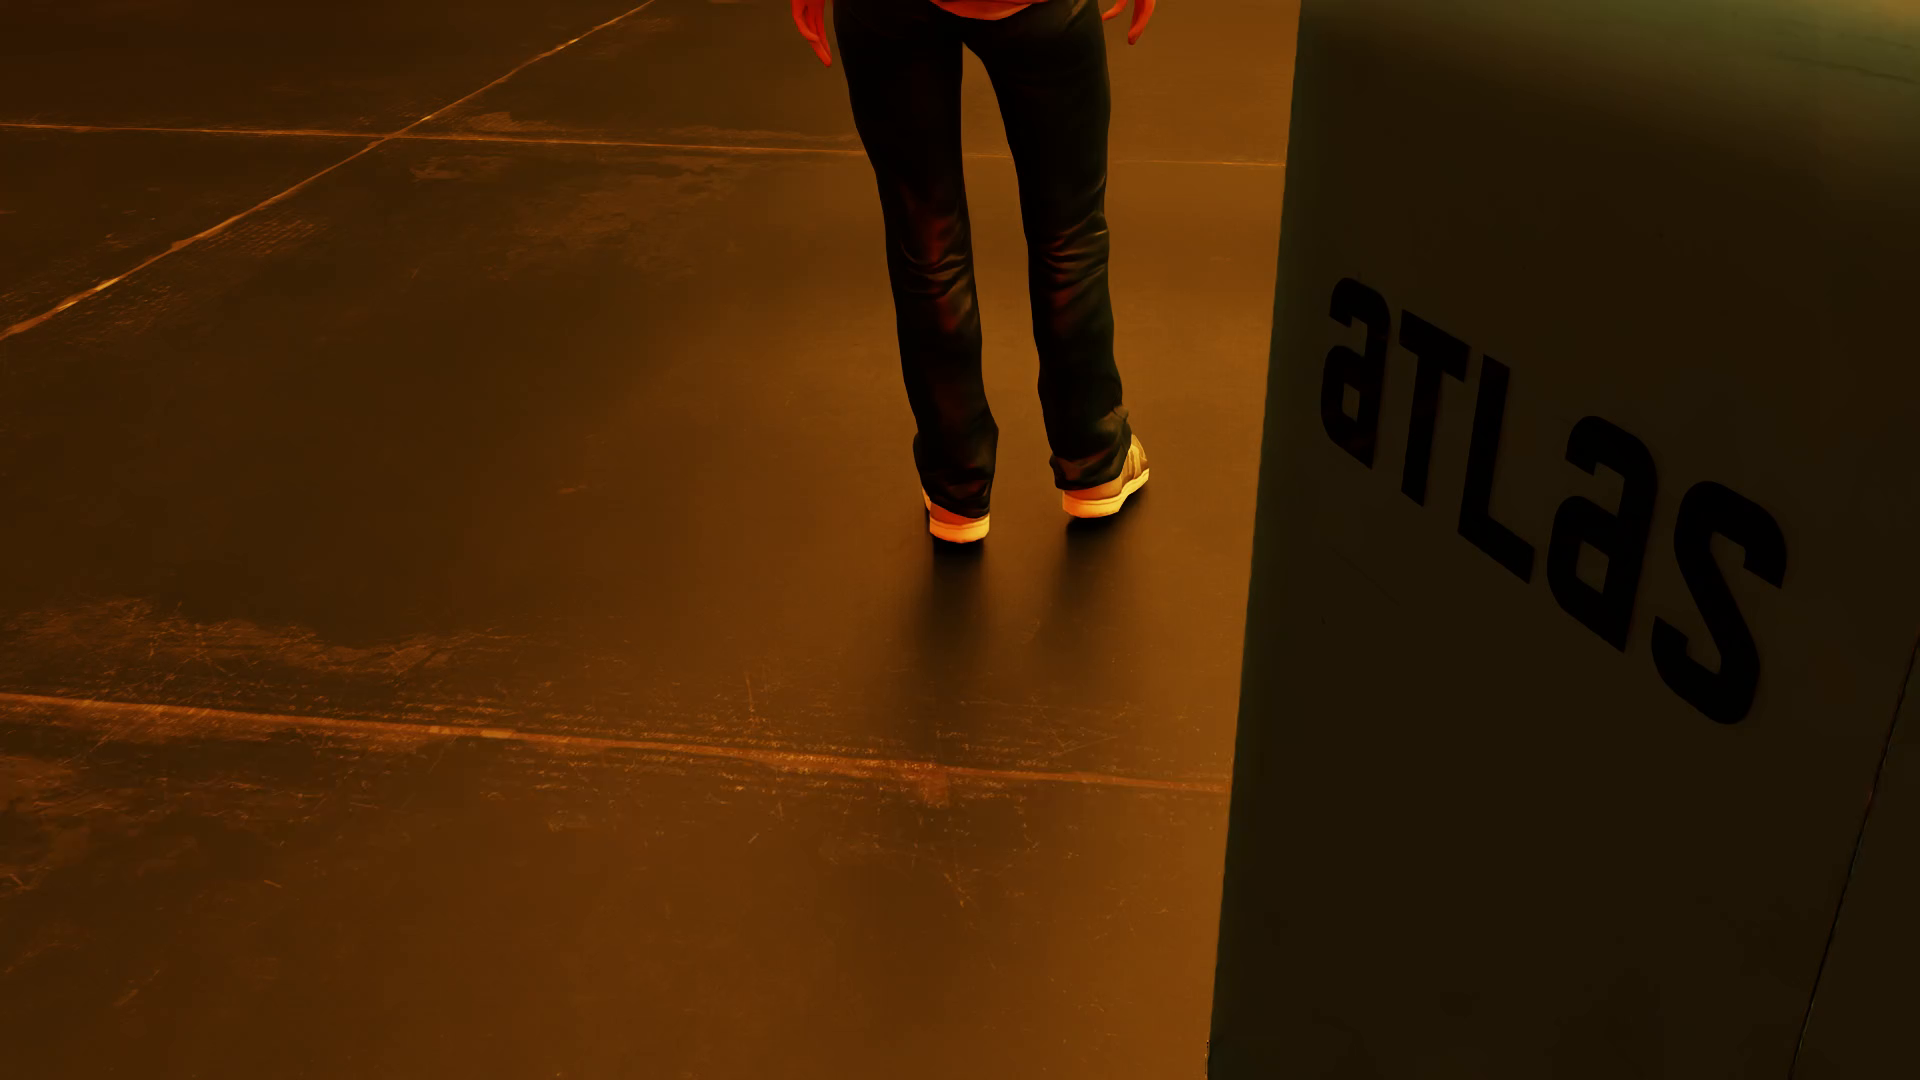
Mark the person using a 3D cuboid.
[{"bbox_3d":[0.023,-0.746,2.207,0.520,1.582,0.475,3,27,7],"label":"person"}]
